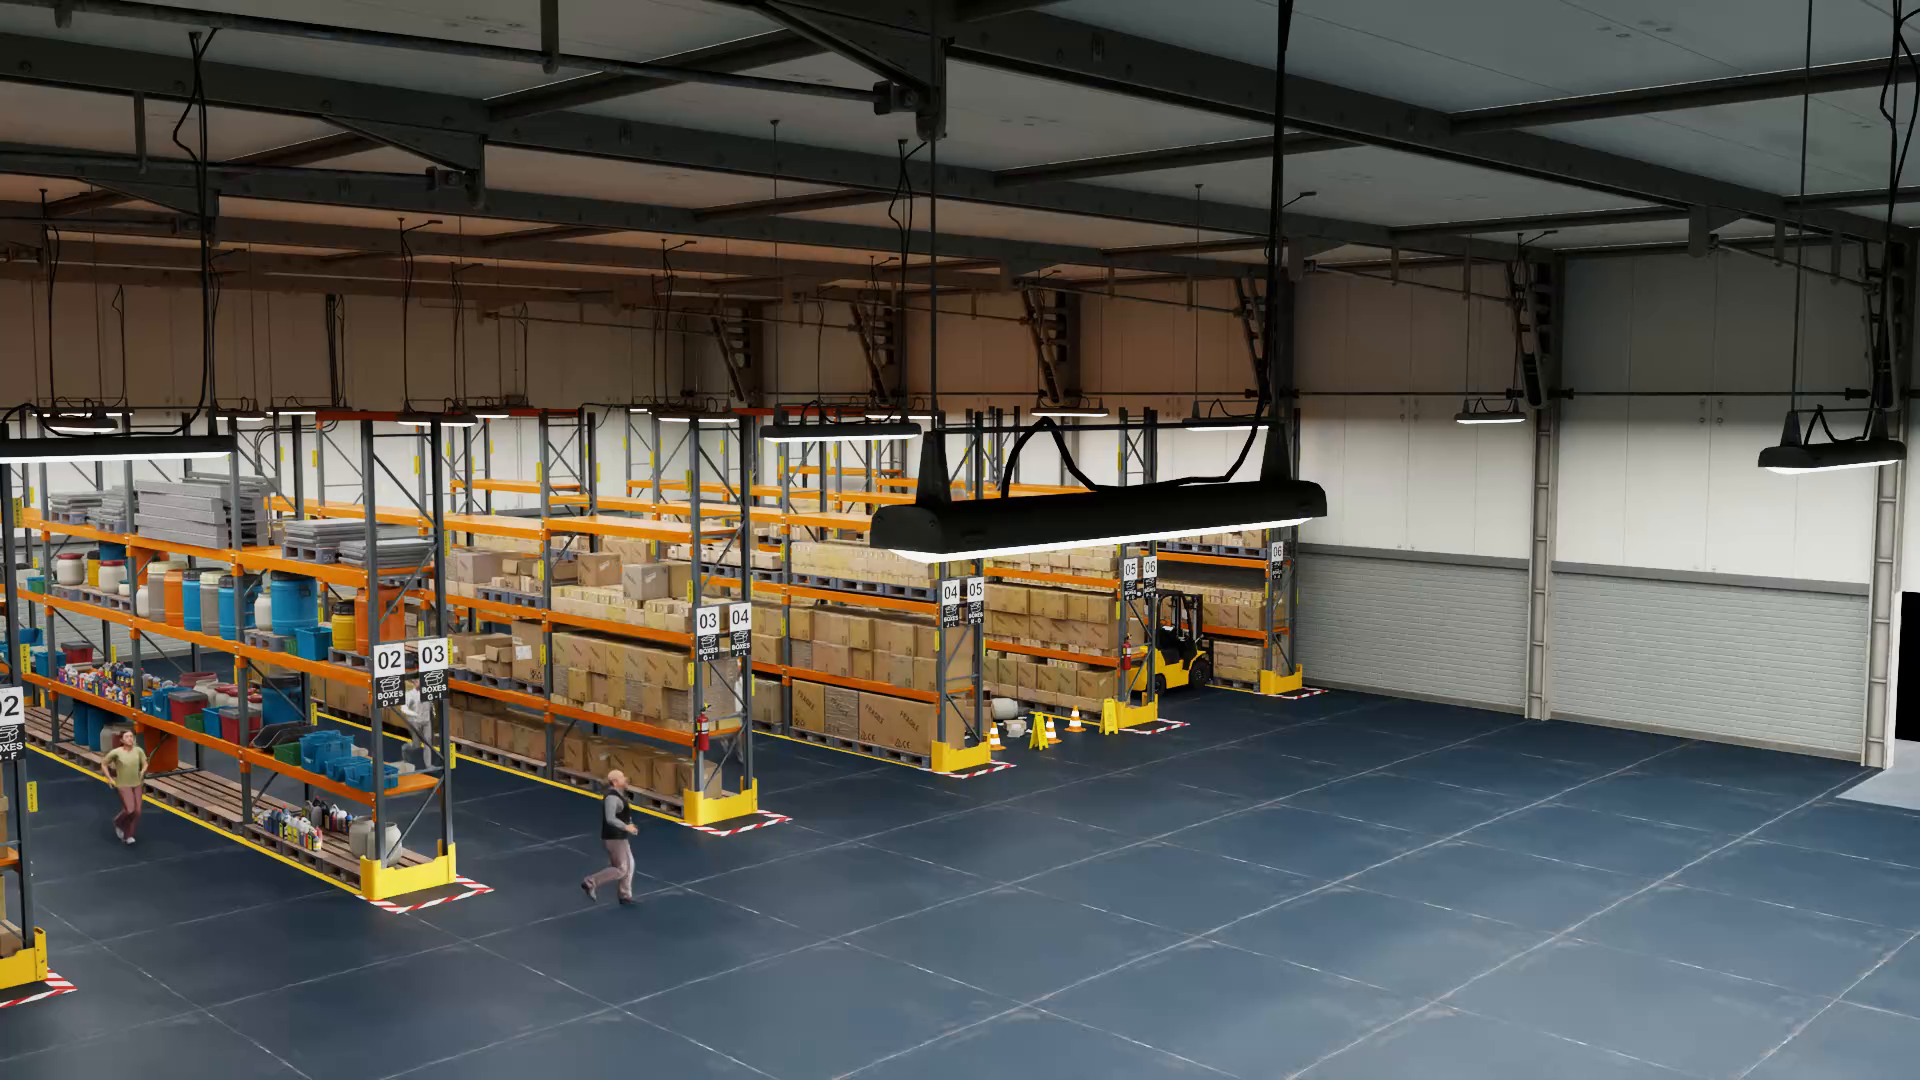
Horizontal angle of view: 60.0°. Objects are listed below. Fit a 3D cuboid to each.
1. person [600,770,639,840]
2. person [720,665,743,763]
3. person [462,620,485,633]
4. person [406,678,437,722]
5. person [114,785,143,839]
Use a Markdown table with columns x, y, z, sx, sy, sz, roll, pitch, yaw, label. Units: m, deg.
| x | y | z | sx | sy | sz | roll | pitch | yaw | label |
| --- | --- | --- | --- | --- | --- | --- | --- | --- | --- |
| -4.203 | 3.242 | 20.499 | 0.462 | 0.838 | 0.668 | -1 | 5 | -13 | person |
| -3.912 | 2.942 | 28.602 | 0.822 | 1.727 | 0.543 | 4 | 6 | 36 | person |
| -11.832 | 1.889 | 40.523 | 0.611 | 1.523 | 0.650 | 0 | 5 | 4 | person |
| -8.948 | 2.622 | 27.723 | 0.495 | 0.824 | 0.485 | 5 | 7 | 44 | person |
| -11.610 | 3.759 | 23.290 | 0.505 | 0.910 | 0.348 | 4 | 7 | 40 | person |
